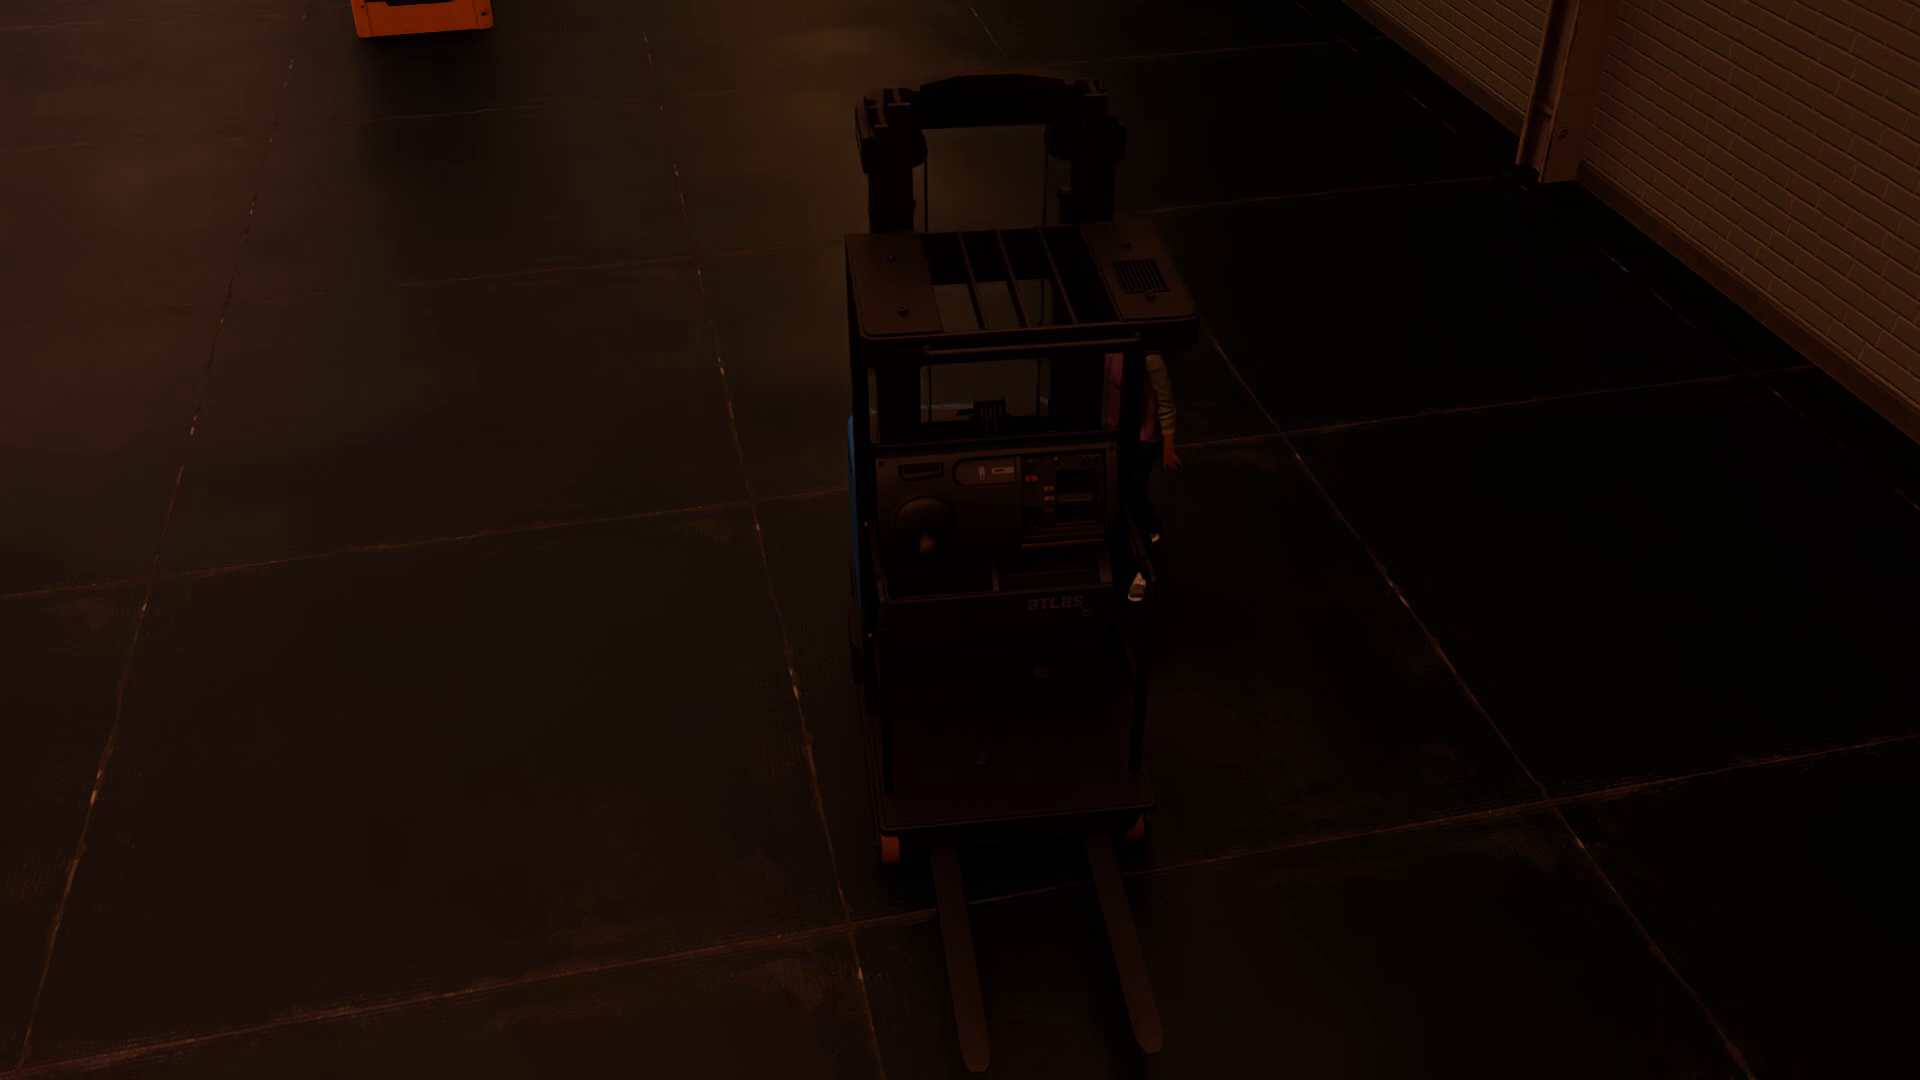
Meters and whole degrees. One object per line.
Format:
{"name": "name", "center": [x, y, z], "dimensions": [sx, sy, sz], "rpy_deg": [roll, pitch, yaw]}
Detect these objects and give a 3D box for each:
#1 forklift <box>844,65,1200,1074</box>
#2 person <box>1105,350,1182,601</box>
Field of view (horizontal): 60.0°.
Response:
{"name": "forklift", "center": [0.174, -0.097, 6.186], "dimensions": [1.130, 2.935, 3.031], "rpy_deg": [-4, 36, -6]}
{"name": "person", "center": [0.865, -0.527, 7.979], "dimensions": [0.401, 1.570, 0.740], "rpy_deg": [-8, 36, -11]}
